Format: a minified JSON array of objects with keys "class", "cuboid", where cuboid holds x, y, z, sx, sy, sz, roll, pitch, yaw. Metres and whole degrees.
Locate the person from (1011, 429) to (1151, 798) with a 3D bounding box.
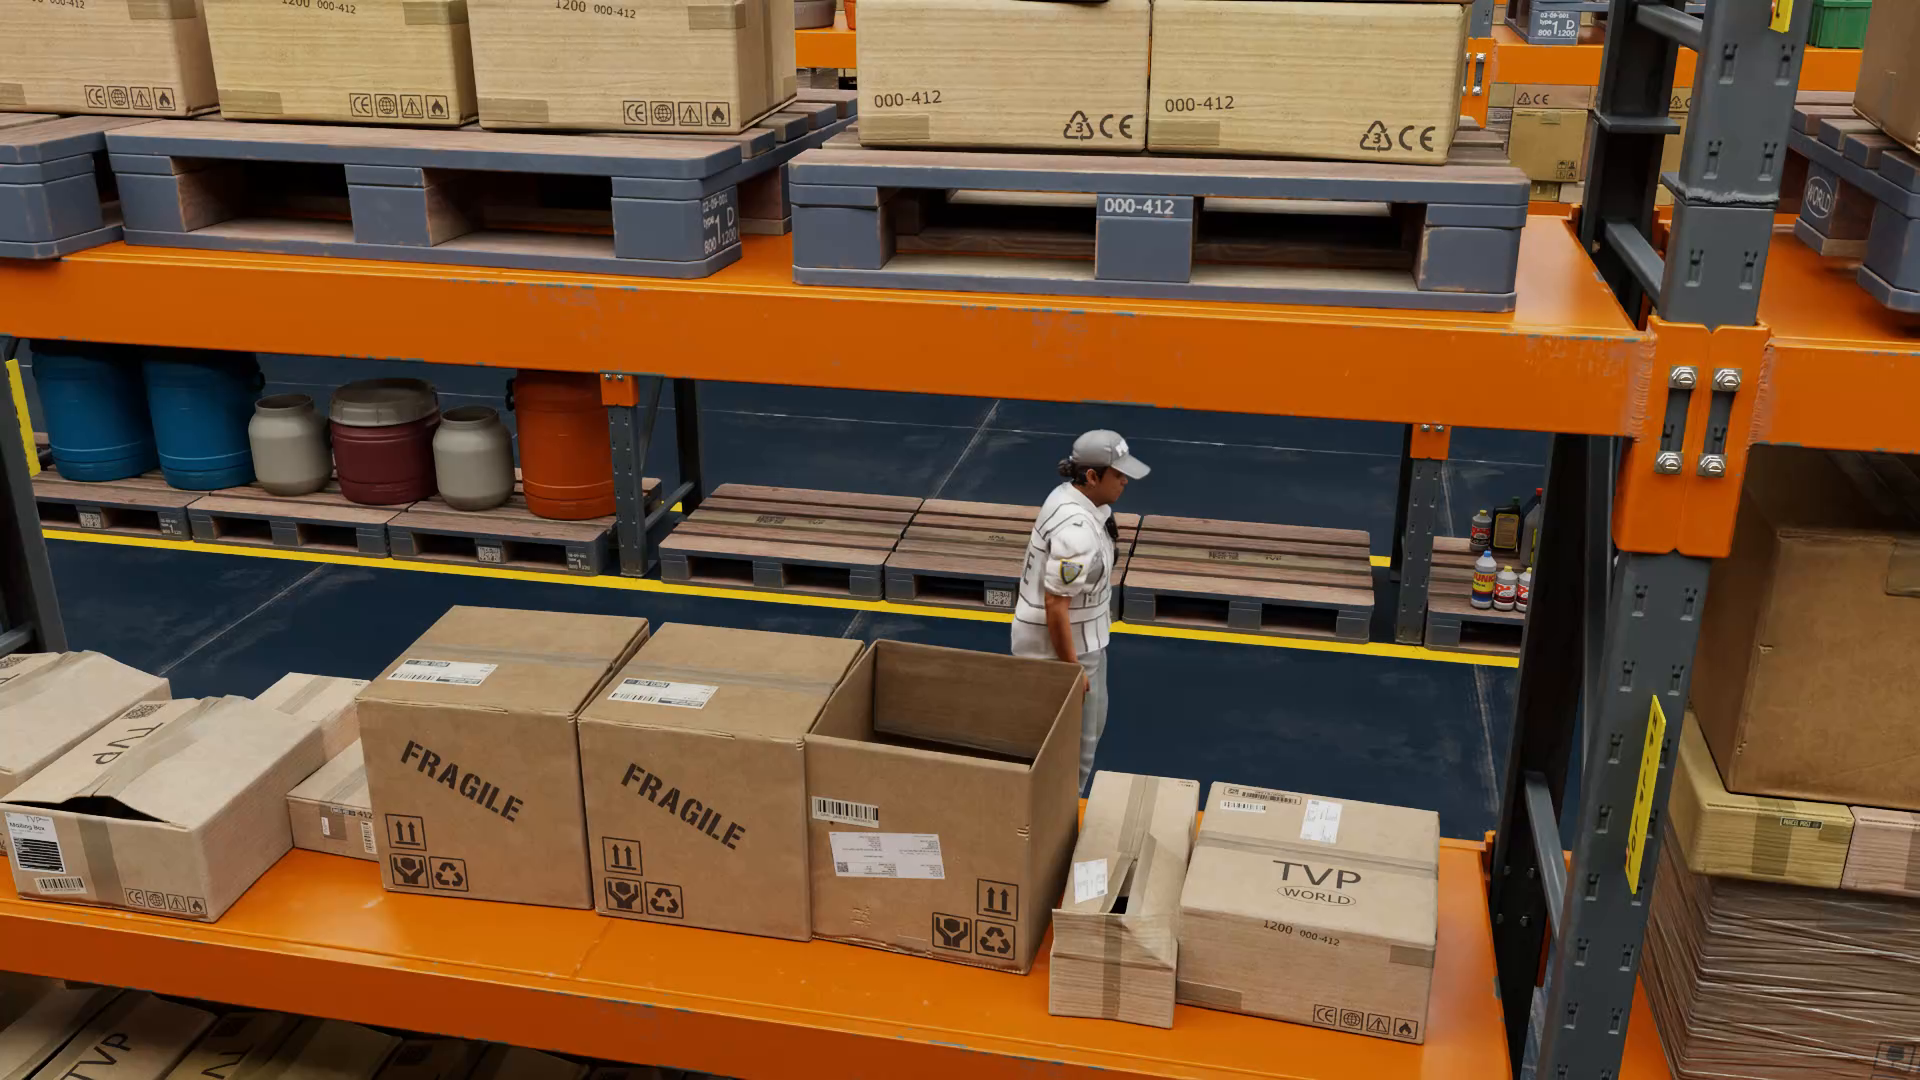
[{"class":"person","cuboid":[0.429,0.399,6.075,0.472,1.666,0.552,4,22,10]}]
